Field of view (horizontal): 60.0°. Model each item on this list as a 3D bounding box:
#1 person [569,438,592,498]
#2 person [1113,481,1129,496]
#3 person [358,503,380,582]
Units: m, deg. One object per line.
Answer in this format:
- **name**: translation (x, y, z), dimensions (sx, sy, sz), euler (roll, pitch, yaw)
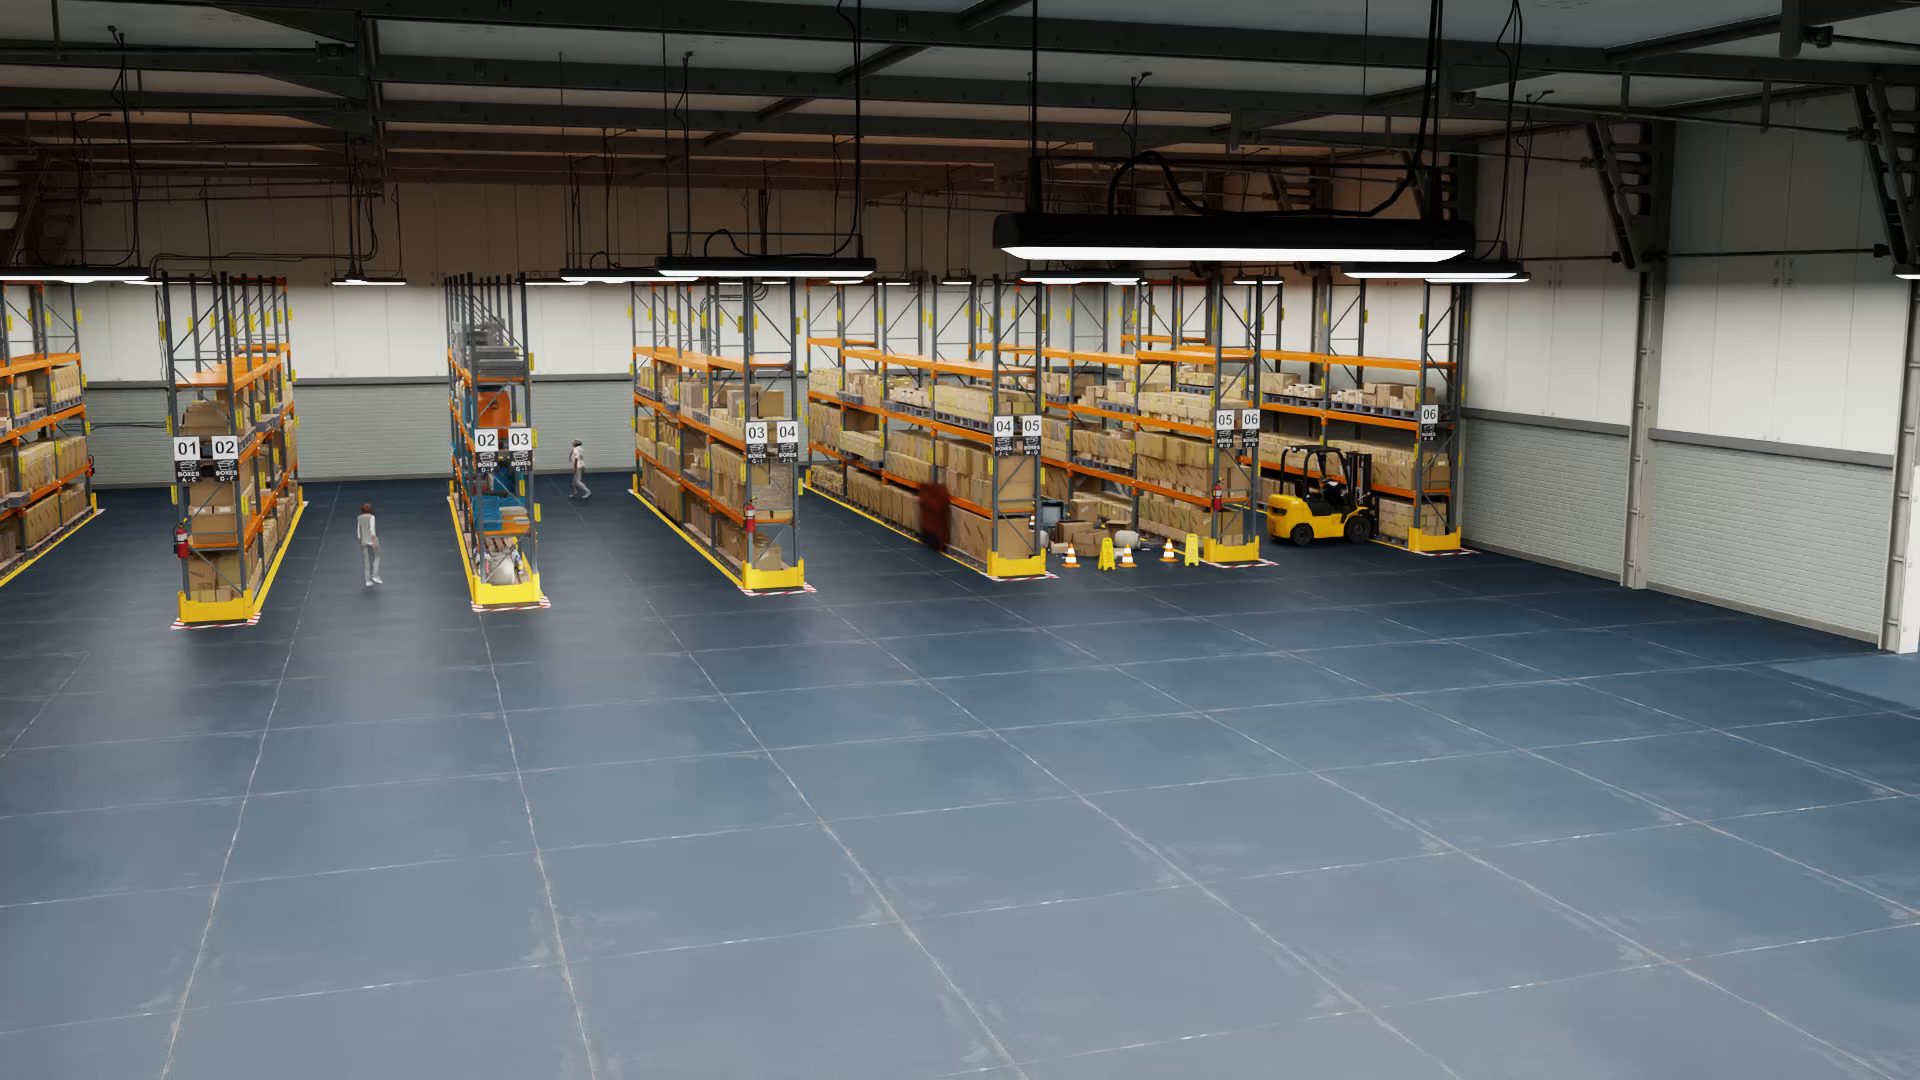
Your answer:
- **person**: translation (-10.442, -1.966, 45.576), dimensions (0.770, 1.664, 0.473), euler (1, 9, 9)
- **person**: translation (4.384, -1.822, 44.879), dimensions (0.459, 1.458, 0.370), euler (-8, 12, -43)
- **person**: translation (-11.489, 0.039, 32.252), dimensions (0.396, 1.497, 0.512), euler (-1, 9, -9)
